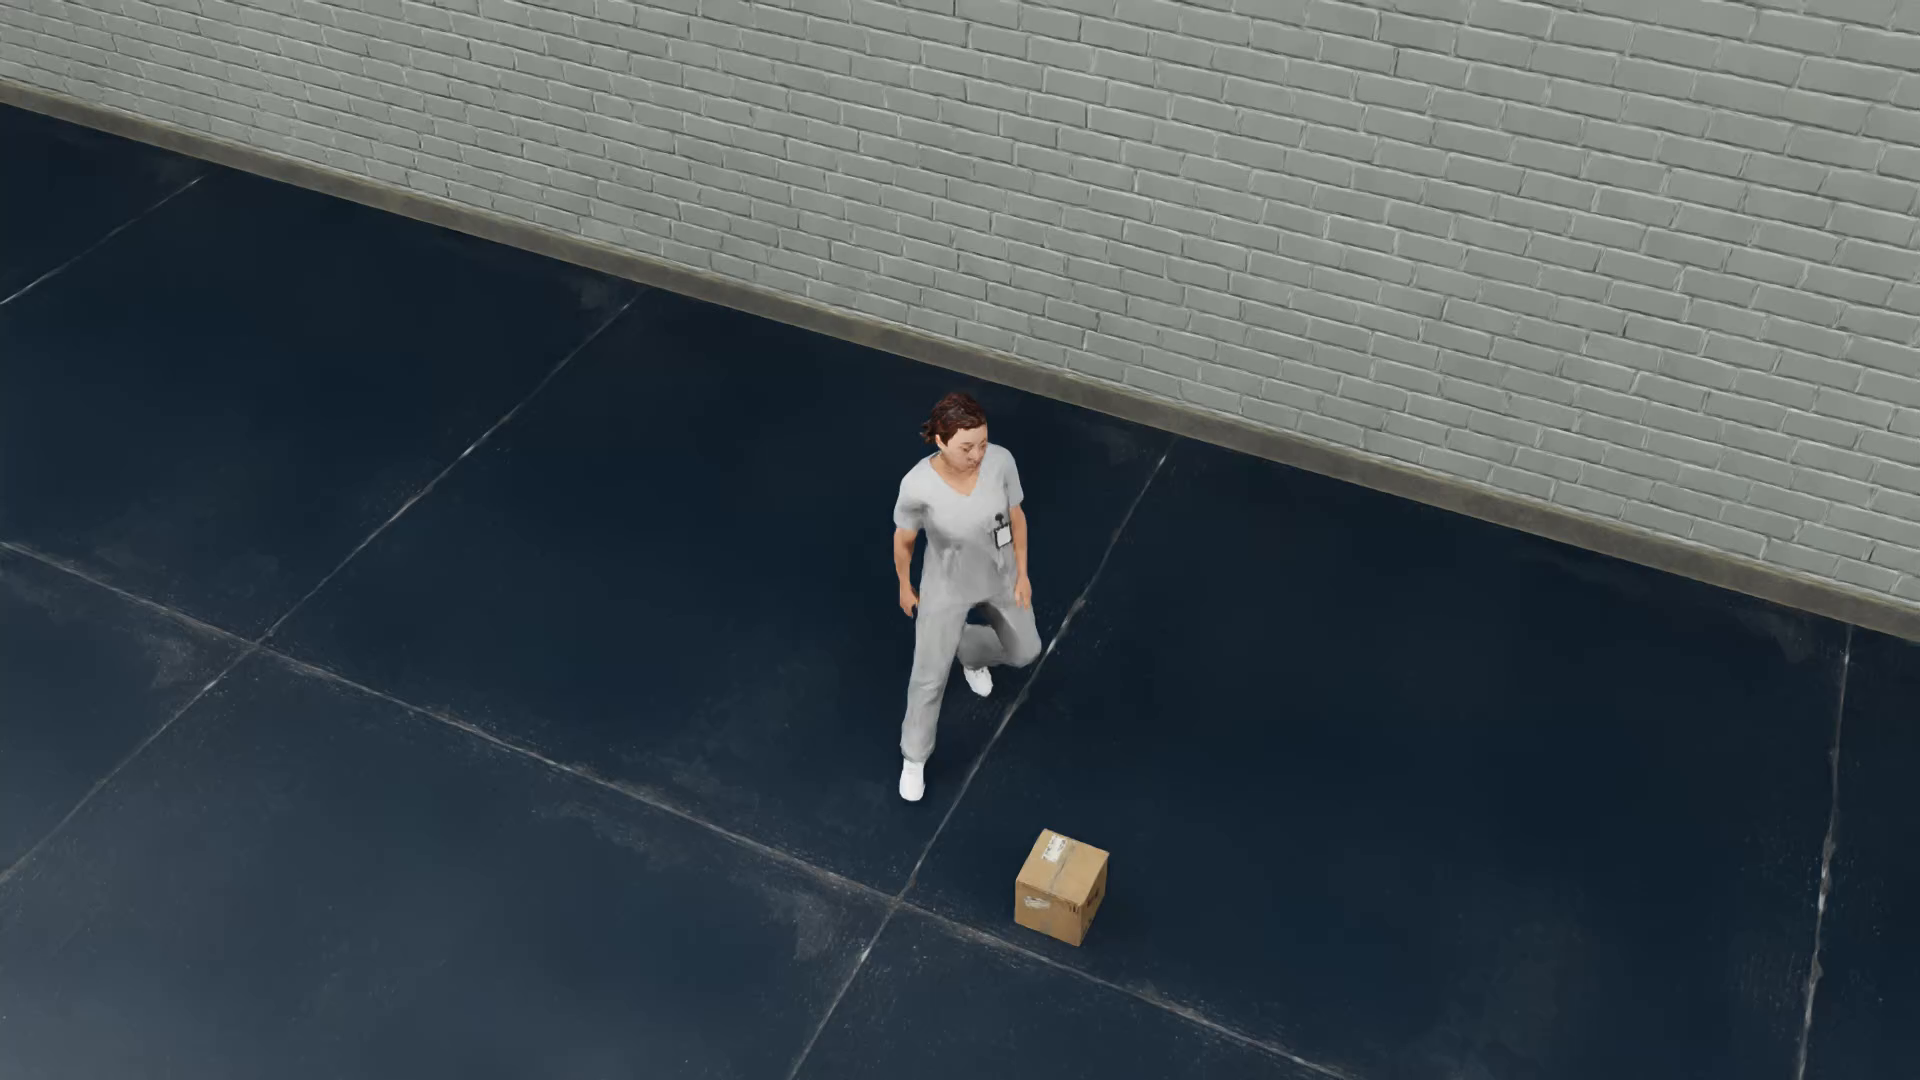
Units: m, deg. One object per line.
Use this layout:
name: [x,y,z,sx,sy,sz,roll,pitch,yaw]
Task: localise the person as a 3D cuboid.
person: [-0.034,0.135,5.991,0.598,1.663,0.599,-14,44,-15]
